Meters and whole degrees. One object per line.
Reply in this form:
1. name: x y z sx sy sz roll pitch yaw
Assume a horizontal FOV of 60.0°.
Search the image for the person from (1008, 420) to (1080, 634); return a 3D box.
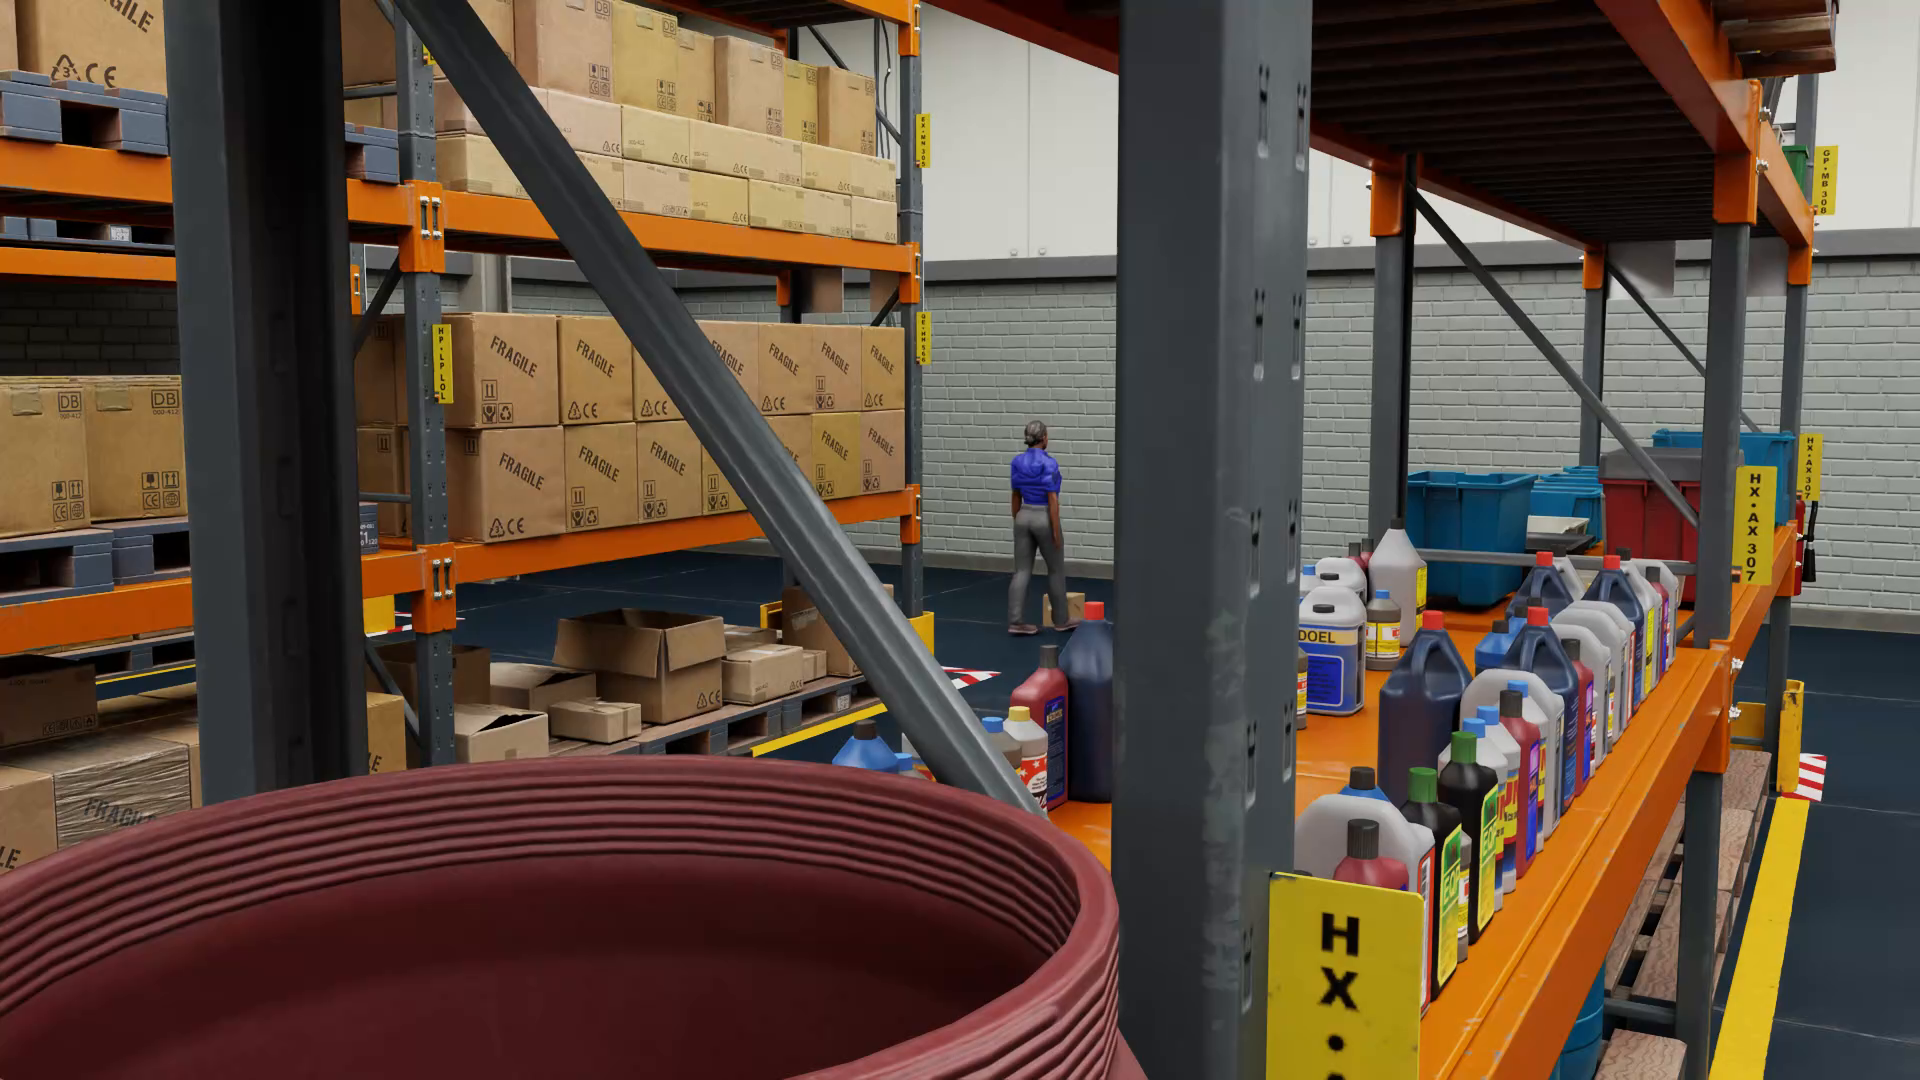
1. person: 0.641 -0.106 12.847 0.450 1.646 0.672 4 7 35
